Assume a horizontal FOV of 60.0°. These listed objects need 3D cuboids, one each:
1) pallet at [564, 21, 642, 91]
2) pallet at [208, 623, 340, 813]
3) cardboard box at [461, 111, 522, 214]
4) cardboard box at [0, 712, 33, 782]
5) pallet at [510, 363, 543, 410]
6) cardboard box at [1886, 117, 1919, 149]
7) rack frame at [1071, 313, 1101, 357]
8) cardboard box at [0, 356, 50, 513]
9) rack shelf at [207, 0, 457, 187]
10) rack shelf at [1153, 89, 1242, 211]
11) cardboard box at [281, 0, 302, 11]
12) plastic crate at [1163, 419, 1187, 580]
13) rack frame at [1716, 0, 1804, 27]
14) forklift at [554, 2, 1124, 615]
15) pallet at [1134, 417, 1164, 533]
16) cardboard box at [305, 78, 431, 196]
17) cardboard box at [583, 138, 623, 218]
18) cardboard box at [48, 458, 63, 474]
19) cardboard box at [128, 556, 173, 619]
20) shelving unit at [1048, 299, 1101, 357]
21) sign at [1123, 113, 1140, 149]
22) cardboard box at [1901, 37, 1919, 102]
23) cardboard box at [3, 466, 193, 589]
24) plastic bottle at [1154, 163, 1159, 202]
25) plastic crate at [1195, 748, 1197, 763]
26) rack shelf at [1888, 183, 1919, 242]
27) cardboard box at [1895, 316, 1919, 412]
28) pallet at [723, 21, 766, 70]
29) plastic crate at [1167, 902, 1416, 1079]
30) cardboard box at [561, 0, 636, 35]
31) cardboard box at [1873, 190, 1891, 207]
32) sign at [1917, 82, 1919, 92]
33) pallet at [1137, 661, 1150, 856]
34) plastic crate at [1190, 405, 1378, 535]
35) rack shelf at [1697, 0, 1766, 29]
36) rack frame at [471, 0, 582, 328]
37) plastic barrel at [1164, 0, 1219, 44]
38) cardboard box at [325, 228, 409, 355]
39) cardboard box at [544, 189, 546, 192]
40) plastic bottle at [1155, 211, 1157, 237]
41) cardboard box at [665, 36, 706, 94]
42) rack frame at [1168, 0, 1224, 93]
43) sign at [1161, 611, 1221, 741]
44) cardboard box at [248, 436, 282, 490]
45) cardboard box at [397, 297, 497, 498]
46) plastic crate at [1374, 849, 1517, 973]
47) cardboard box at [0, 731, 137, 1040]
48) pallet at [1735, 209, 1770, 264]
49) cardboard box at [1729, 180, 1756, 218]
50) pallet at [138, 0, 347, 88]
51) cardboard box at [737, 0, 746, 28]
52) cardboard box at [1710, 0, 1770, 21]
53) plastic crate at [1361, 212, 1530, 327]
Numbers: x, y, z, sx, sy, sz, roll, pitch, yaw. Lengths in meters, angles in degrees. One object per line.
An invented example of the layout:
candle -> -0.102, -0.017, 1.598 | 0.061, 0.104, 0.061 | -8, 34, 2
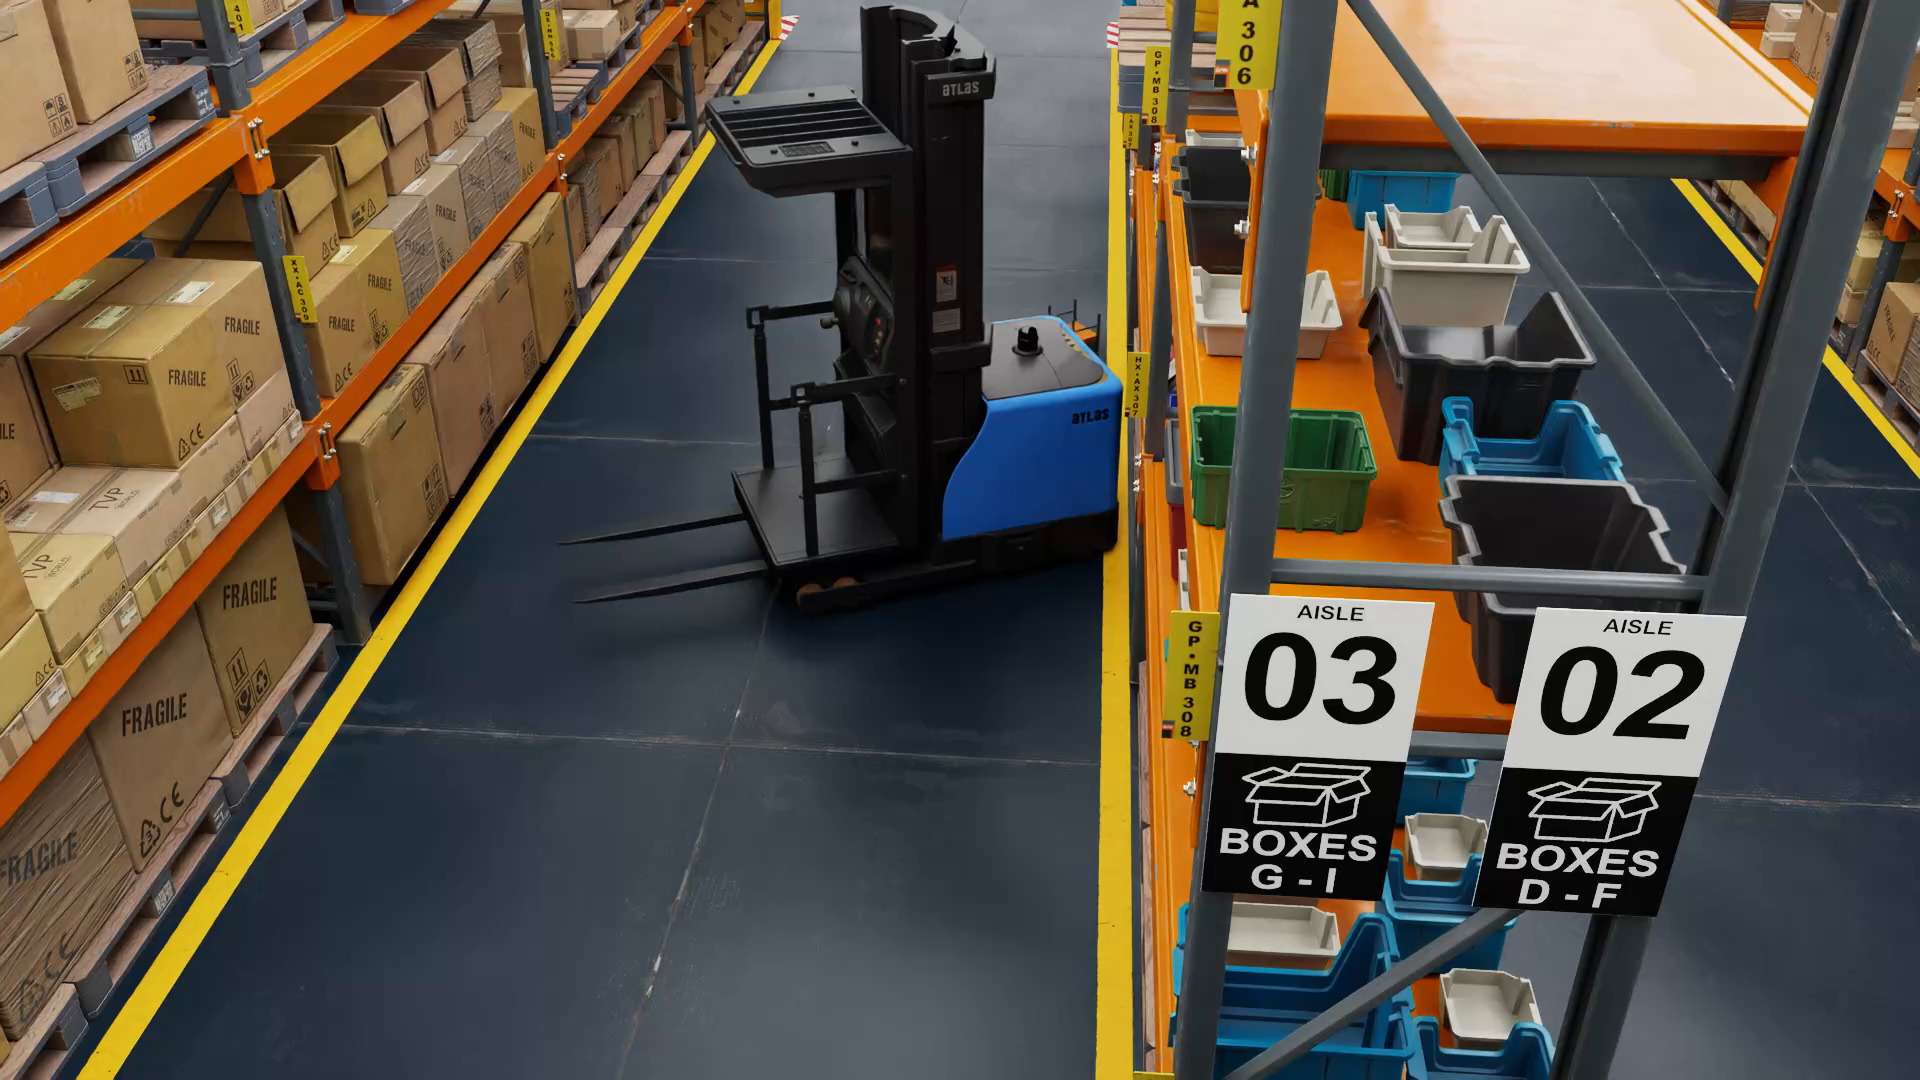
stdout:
pallet -> -3.138, -3.818, 13.049 | 1.003, 0.211, 1.213 | 2, 32, 4
pallet -> -3.724, 0.810, 8.014 | 1.003, 0.211, 1.213 | 2, 32, 4
cardboard box -> -3.098, -2.376, 10.432 | 0.500, 0.500, 0.500 | 2, 32, 4
cardboard box -> -3.470, 0.718, 5.745 | 0.380, 0.149, 0.250 | 2, 32, 3
pallet -> -3.397, -1.267, 11.384 | 1.003, 0.211, 1.213 | 2, 32, 4
cardboard box -> 6.413, -2.813, 11.475 | 0.380, 0.149, 0.250 | 2, 32, 4
rack frame -> 0.730, -0.842, 9.896 | 0.200, 1.050, 0.008 | -18, 36, -26
cardboard box -> -3.963, -0.384, 6.439 | 0.500, 0.500, 0.500 | 1, 32, 2
rack shelf -> -3.421, -2.788, 9.021 | 1.077, 0.370, 4.000 | 2, 32, 4
rack shelf -> 1.516, -2.576, 8.678 | 1.077, 0.370, 4.000 | 2, 32, 4
cardboard box -> -3.405, -2.759, 7.973 | 0.500, 0.311, 0.500 | 1, 32, 2
plastic crate -> 1.030, -0.156, 6.806 | 0.402, 0.464, 0.583 | 2, 32, 4
rack frame -> 6.941, -4.529, 14.021 | 1.000, 3.000, 0.127 | 2, 32, 4
forklift -> -0.685, -1.159, 8.617 | 3.031, 2.935, 1.130 | -10, 33, -16
pallet -> 1.554, -0.414, 10.001 | 1.003, 0.211, 1.213 | 2, 32, 4
cardboard box -> -3.437, -2.259, 9.286 | 0.797, 0.503, 0.637 | 3, 32, 6
cardboard box -> -3.152, -2.924, 13.380 | 0.700, 0.500, 0.500 | 5, 32, 8
cardboard box -> -3.928, -0.340, 7.082 | 0.500, 0.250, 0.500 | 2, 32, 4
cardboard box -> -3.386, 0.181, 6.617 | 0.380, 0.149, 0.250 | 2, 32, 3
shelving unit -> 0.667, -0.897, 9.985 | 0.215, 1.050, 0.252 | -18, 36, -26
sign -> 1.130, -2.740, 10.963 | 0.100, 0.325, 0.005 | 2, 32, 4
cardboard box -> 6.736, -3.358, 12.025 | 0.500, 0.500, 0.500 | 1, 32, 1
cardboard box -> -3.439, -0.054, 6.619 | 0.500, 0.250, 0.500 | 3, 32, 5
plastic bottle -> 1.249, -2.219, 10.383 | 0.061, 0.283, 0.133 | 2, 32, 4
plastic crate -> 0.955, 0.731, 5.679 | 0.298, 0.136, 0.250 | 2, 32, 4
rack shelf -> 6.452, -1.086, 9.118 | 1.077, 0.370, 4.000 | 2, 32, 4
cardboard box -> 6.256, -1.061, 10.356 | 0.500, 0.500, 0.500 | 1, 32, 2
pallet -> -2.714, -5.396, 18.085 | 1.003, 0.211, 1.213 | 2, 32, 4
plastic crate -> 0.868, 1.308, 4.457 | 0.616, 0.435, 0.499 | 2, 32, 4
cardboard box -> -2.981, -4.267, 13.096 | 0.797, 0.503, 0.637 | 6, 32, 9
cardboard box -> 7.029, -2.488, 12.394 | 0.500, 0.311, 0.500 | 2, 32, 3
sign -> 6.062, -2.953, 10.359 | 0.100, 0.325, 0.005 | 2, 32, 4
pallet -> 1.332, 1.014, 7.684 | 1.003, 0.211, 1.213 | 2, 32, 4
plastic crate -> 0.823, -0.183, 4.311 | 0.450, 0.188, 0.336 | 2, 32, 4
rack shelf -> 7.104, -5.269, 15.906 | 1.077, 0.370, 4.000 | 2, 32, 4
rack frame -> -3.258, -2.863, 11.316 | 1.000, 3.000, 0.127 | 2, 32, 4
plastic barrel -> 1.225, -2.581, 7.421 | 0.600, 0.588, 0.600 | 0, 32, 0
cardboard box -> -3.257, -1.306, 8.696 | 0.500, 0.500, 0.500 | 3, 32, 4
cardboard box -> -3.233, -2.657, 12.231 | 0.500, 0.250, 0.500 | 4, 32, 6
plastic bottle -> 1.208, -1.958, 9.960 | 0.061, 0.283, 0.133 | 2, 32, 4
cardboard box -> -2.821, -4.576, 16.079 | 0.500, 0.500, 0.500 | 13, 34, 19
rack frame -> 1.353, -3.114, 6.005 | 1.000, 3.000, 0.127 | 2, 32, 4
sign -> 0.478, 0.285, 3.450 | 0.100, 0.325, 0.005 | 2, 32, 4
cardboard box -> -3.303, -0.356, 7.488 | 0.380, 0.149, 0.250 | 3, 32, 5
cardboard box -> -3.480, -0.848, 9.672 | 1.225, 0.875, 0.875 | 1, 32, 2
plastic crate -> 1.429, 1.118, 4.959 | 0.416, 0.233, 0.300 | 2, 32, 4
cardboard box -> -3.863, 1.232, 6.296 | 0.875, 0.875, 0.875 | 2, 32, 4
pallet -> 6.823, -2.316, 13.086 | 1.003, 0.211, 1.213 | 2, 32, 4
cardboard box -> 6.579, -2.799, 13.433 | 0.500, 0.250, 0.500 | 2, 32, 2
pallet -> -3.558, -2.448, 7.967 | 0.805, 0.209, 1.217 | 1, 32, 2
cardboard box -> -2.674, -5.835, 18.121 | 0.500, 0.500, 0.500 | 8, 33, 13
cardboard box -> 6.971, -4.804, 14.371 | 0.700, 0.500, 0.500 | 2, 32, 3
plastic crate -> 1.515, -0.840, 5.288 | 0.437, 0.282, 0.530 | 2, 32, 4
